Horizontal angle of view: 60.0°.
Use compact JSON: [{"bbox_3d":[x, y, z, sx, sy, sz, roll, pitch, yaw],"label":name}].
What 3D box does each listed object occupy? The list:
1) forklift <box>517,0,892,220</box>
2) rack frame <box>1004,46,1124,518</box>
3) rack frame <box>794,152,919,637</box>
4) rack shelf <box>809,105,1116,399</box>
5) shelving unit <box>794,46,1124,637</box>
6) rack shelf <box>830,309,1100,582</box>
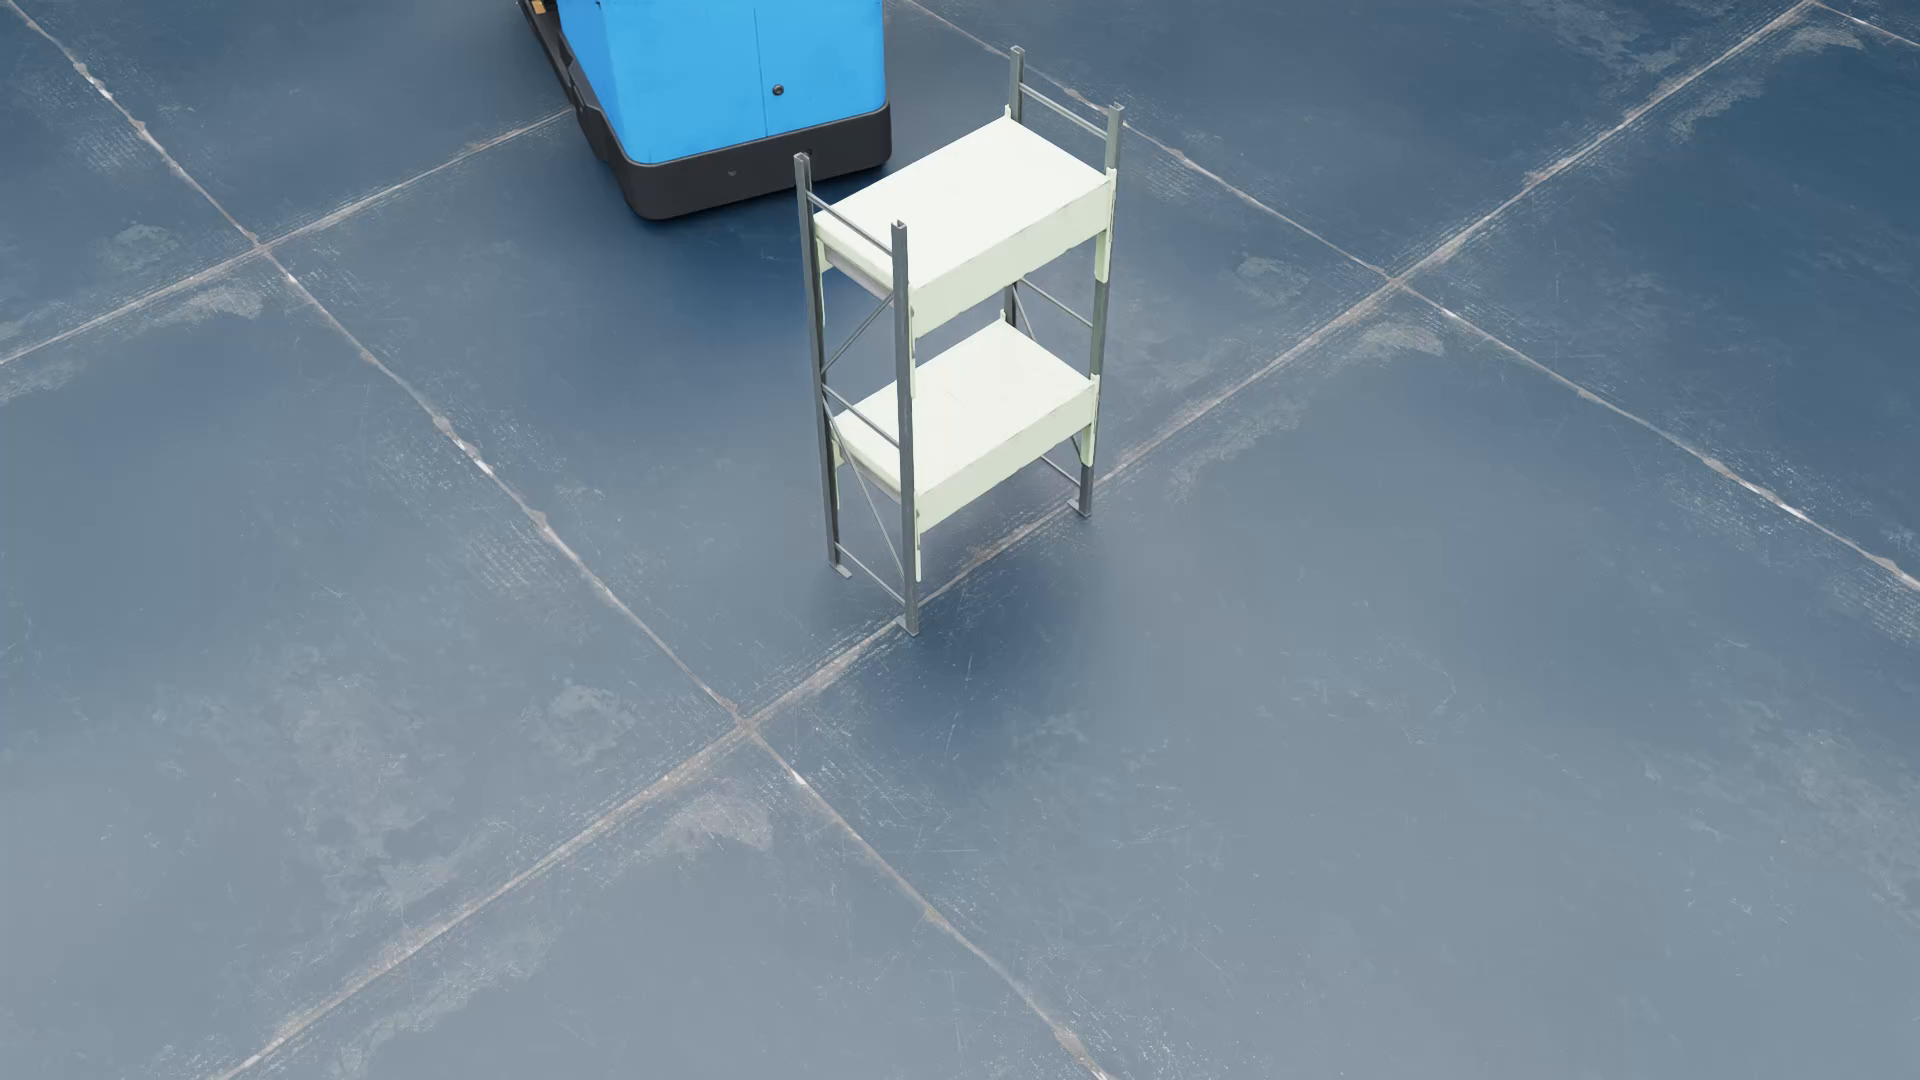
[{"bbox_3d":[-1.321,-3.301,6.301,1.130,2.935,3.031,-18,50,-16],"label":"forklift"},{"bbox_3d":[0.276,-0.693,4.869,0.023,1.500,0.400,-34,56,-27],"label":"rack frame"},{"bbox_3d":[-0.266,-0.331,4.535,0.023,1.500,0.400,-34,56,-27],"label":"rack frame"},{"bbox_3d":[0.005,-0.777,4.415,0.720,0.370,0.431,-34,56,-27],"label":"rack shelf"},{"bbox_3d":[0.005,-0.512,4.702,0.755,1.500,0.431,-34,56,-27],"label":"shelving unit"},{"bbox_3d":[0.005,-0.291,4.941,0.720,0.370,0.431,-34,56,-27],"label":"rack shelf"}]
